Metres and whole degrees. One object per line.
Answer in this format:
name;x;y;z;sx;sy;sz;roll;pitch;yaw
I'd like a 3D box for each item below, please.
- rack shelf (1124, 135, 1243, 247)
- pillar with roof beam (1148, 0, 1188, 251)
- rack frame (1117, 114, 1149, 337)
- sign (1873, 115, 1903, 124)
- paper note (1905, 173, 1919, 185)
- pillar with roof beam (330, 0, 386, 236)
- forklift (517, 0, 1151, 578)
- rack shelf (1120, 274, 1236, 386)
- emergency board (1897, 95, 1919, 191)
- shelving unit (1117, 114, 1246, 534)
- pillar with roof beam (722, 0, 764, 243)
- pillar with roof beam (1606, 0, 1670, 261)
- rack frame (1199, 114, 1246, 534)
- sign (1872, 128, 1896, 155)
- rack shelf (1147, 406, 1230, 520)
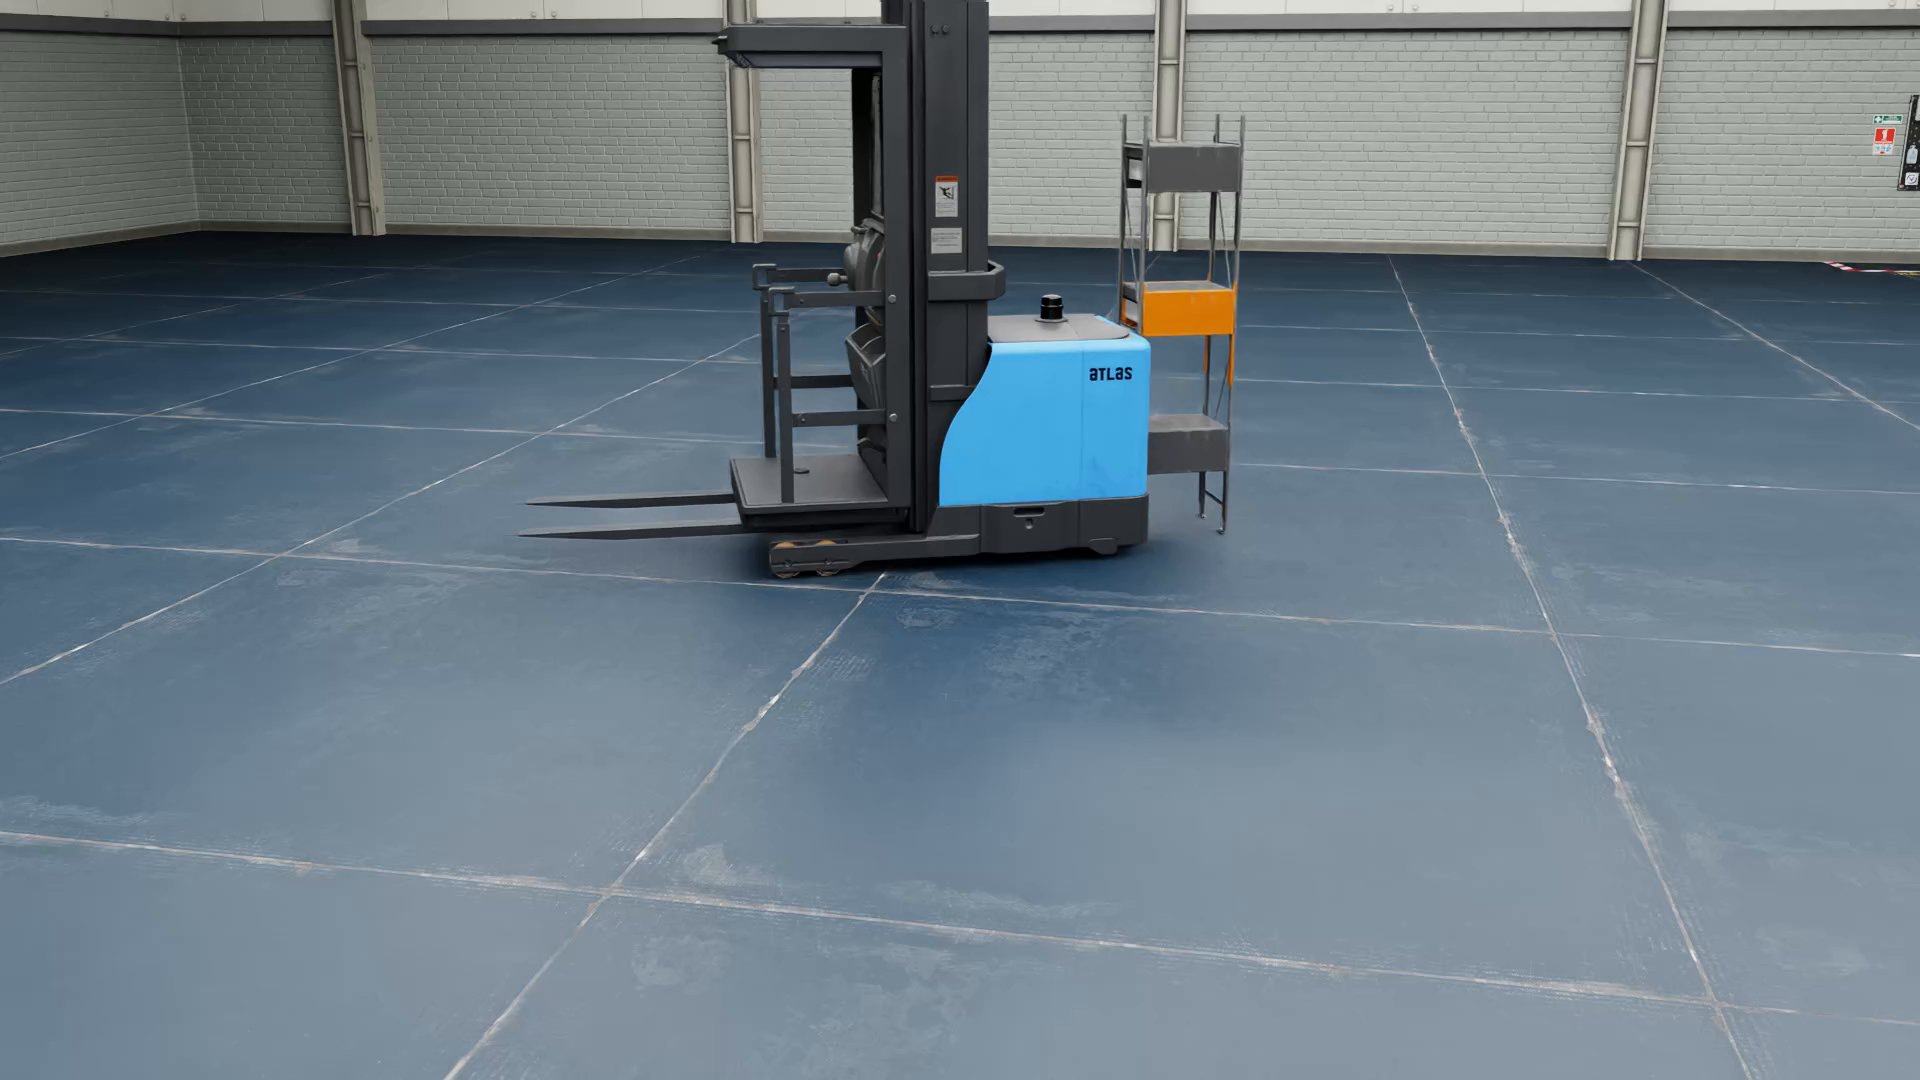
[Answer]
rack shelf;1.097;-1.743;8.280;0.480;0.518;0.431;-3;16;-11
pillar with roof beam;1.948;-7.208;17.656;0.400;9.000;9.100;3;16;11
rack frame;0.858;-1.069;8.418;0.015;2.100;0.400;-3;16;-11
sign;11.632;-5.273;20.848;0.331;0.109;0.001;3;16;11
paper note;11.991;-4.549;20.946;0.142;0.148;0.016;3;16;11
pillar with roof beam;-9.812;-7.846;19.961;0.400;9.000;9.100;3;16;11
forklift;-0.640;-1.386;8.004;3.031;2.935;1.130;-3;16;-11
rack shelf;1.097;-1.068;8.467;0.480;0.518;0.431;-3;16;-11
emergency board;12.146;-4.951;20.748;0.626;1.169;0.157;3;16;11
shelving unit;1.097;-1.081;8.463;0.503;2.100;0.431;-3;16;-11
pillar with roof beam;-3.932;-7.527;18.809;0.400;9.000;9.100;3;16;11
pillar with roof beam;7.827;-6.889;16.504;0.400;9.000;9.100;3;16;11
rack frame;1.337;-1.094;8.508;0.015;2.100;0.400;-3;16;-11
sign;11.630;-5.020;20.928;0.234;0.329;0.001;3;16;11
rack shelf;1.097;-0.394;8.653;0.480;0.518;0.431;-3;16;-11
